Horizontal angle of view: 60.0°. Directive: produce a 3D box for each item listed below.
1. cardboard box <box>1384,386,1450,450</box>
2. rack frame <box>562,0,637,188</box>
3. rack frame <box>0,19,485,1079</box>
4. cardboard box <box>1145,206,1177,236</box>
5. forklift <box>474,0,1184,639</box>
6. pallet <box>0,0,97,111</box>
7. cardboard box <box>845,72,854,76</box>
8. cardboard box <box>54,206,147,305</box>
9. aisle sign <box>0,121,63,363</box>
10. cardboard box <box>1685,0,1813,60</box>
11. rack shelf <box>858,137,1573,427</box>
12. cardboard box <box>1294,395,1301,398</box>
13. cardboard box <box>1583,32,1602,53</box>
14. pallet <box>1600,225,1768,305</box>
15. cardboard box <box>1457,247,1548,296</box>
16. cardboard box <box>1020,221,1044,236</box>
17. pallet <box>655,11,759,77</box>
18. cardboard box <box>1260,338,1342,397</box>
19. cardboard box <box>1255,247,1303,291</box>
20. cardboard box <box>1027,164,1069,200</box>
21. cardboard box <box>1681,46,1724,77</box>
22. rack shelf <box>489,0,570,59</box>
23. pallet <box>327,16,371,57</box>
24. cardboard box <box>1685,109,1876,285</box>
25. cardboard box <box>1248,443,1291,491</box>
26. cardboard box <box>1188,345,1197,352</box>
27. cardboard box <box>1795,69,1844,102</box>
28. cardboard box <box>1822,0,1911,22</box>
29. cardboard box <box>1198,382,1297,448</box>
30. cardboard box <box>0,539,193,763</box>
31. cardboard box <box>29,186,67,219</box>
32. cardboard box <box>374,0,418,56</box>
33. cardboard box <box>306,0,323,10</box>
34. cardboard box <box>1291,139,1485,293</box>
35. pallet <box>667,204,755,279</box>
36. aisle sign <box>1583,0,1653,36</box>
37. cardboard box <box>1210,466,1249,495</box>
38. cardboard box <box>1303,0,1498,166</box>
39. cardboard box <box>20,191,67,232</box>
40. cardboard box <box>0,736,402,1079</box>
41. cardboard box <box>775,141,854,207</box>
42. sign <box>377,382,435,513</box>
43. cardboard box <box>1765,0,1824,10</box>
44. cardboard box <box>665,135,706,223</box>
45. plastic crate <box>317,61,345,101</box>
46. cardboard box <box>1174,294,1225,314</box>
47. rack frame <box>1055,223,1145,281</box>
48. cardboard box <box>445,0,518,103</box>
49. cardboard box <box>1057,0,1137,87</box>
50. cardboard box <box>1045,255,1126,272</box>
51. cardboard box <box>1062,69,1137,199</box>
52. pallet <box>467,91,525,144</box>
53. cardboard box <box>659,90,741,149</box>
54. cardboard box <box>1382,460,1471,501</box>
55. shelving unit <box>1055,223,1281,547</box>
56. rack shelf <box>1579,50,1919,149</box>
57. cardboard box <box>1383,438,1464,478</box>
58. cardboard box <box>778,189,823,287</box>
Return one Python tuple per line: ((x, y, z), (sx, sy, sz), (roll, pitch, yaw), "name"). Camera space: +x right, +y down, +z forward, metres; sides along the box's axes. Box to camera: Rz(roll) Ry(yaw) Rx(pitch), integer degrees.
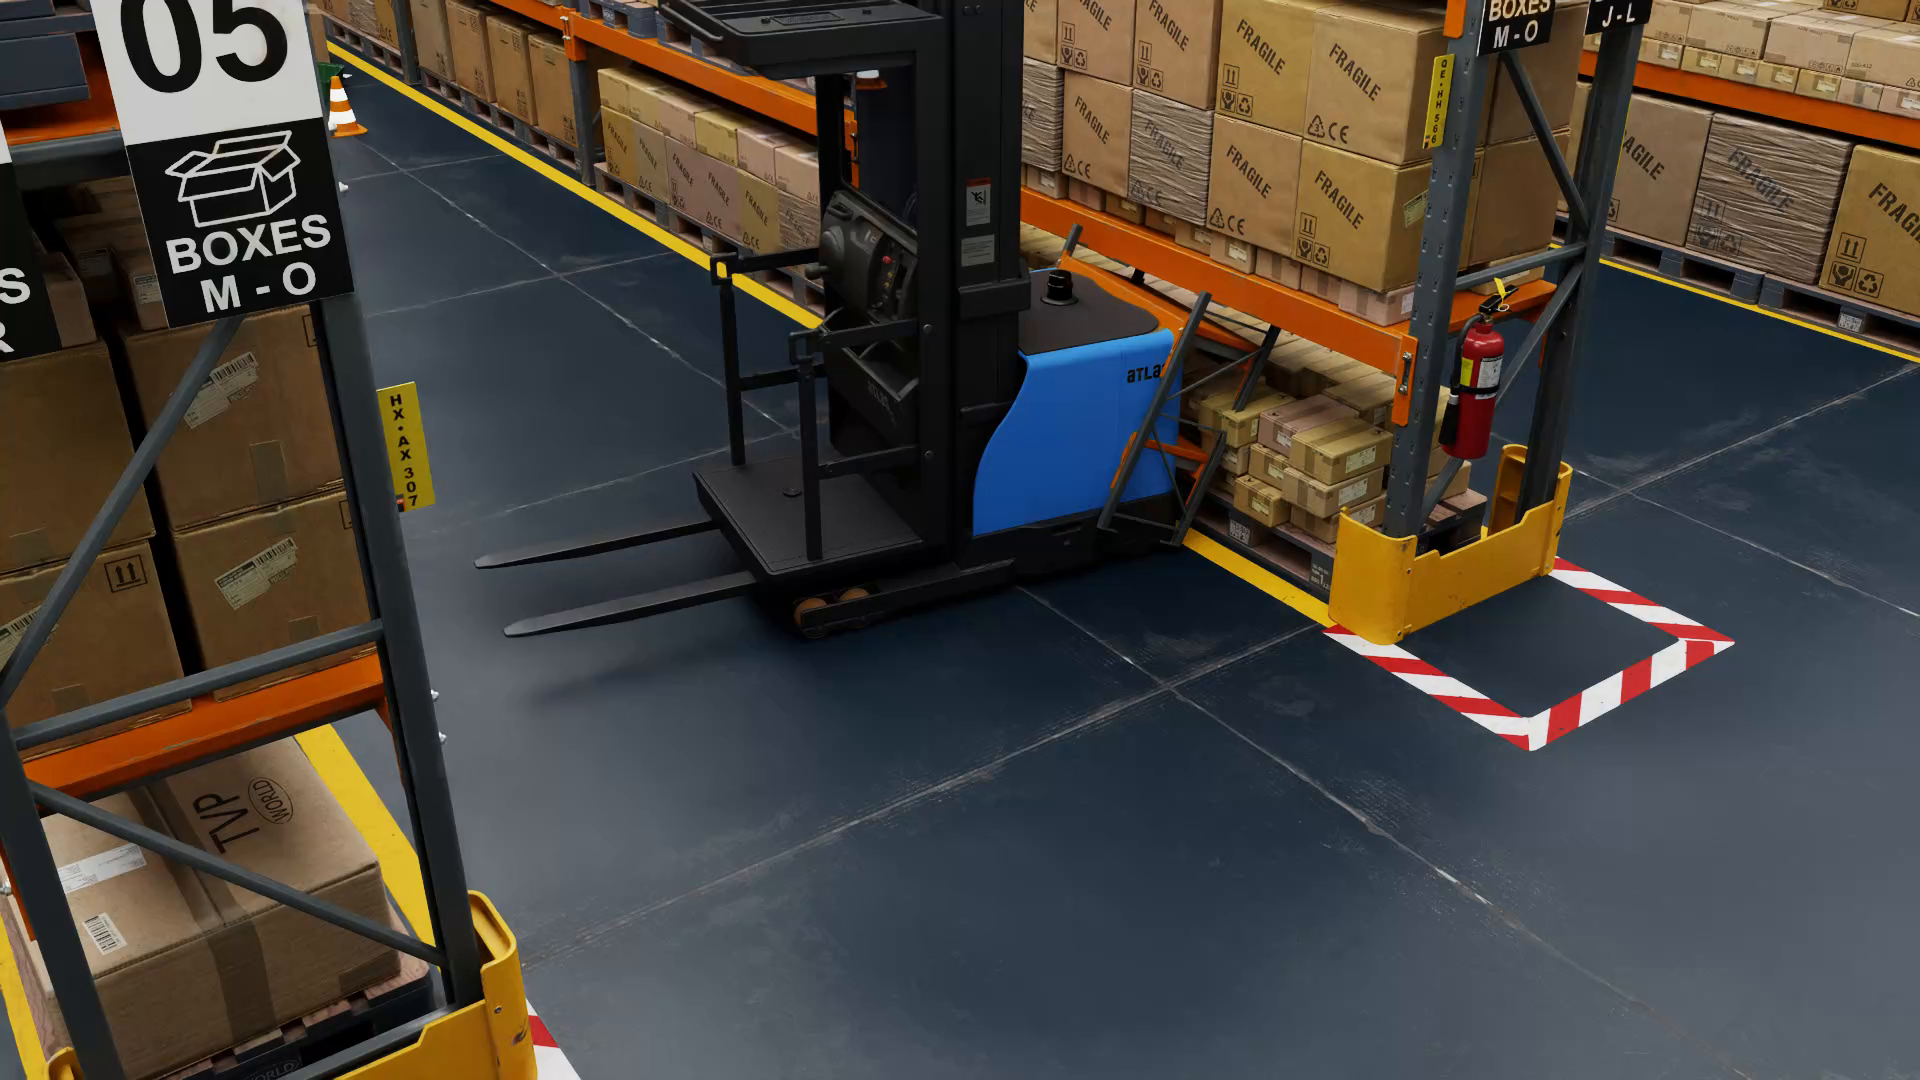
((2.148, -0.555, 7.553), (0.380, 0.149, 0.250), (-21, 35, -33), "cardboard box")
((-2.465, -4.174, 12.293), (1.000, 3.000, 0.127), (-19, 34, -31), "rack frame")
((-1.798, 0.345, 3.971), (1.000, 3.000, 0.127), (-19, 34, -31), "rack frame")
((1.080, -1.527, 7.683), (0.380, 0.149, 0.250), (-20, 35, -33), "cardboard box")
((-0.568, -1.161, 6.817), (3.031, 2.935, 1.130), (-13, 31, -22), "forklift")
((-2.237, -1.219, 3.802), (1.003, 0.211, 1.213), (-19, 34, -31), "pallet")
((-0.537, -2.793, 9.573), (0.380, 0.149, 0.250), (-20, 34, -32), "cardboard box")
((-1.989, -0.720, 4.100), (0.380, 0.149, 0.250), (-18, 33, -29), "cardboard box")
((-2.009, -0.683, 3.141), (0.394, 0.787, 0.004), (-19, 34, -31), "aisle sign")
((4.882, -3.174, 10.297), (0.500, 0.250, 0.500), (-19, 34, -31), "cardboard box")
((1.015, -1.526, 8.170), (1.077, 0.370, 4.000), (-19, 34, -31), "rack shelf")
((1.693, -0.724, 8.175), (0.380, 0.149, 0.250), (-18, 33, -29), "cardboard box")
((4.314, -3.329, 11.001), (0.380, 0.149, 0.250), (-20, 34, -32), "cardboard box")
((5.043, -1.936, 11.093), (1.003, 0.211, 1.213), (-19, 34, -31), "pallet")
((2.254, -1.170, 7.025), (0.380, 0.149, 0.250), (-19, 34, -31), "cardboard box")
((0.273, -1.746, 9.746), (0.380, 0.149, 0.250), (-18, 33, -29), "cardboard box")
((-1.284, -3.332, 10.943), (1.003, 0.211, 1.213), (-19, 34, -31), "pallet")
((1.637, -0.836, 8.070), (0.380, 0.149, 0.250), (-21, 35, -33), "cardboard box")
((1.484, -1.203, 7.085), (0.380, 0.149, 0.250), (-19, 34, -31), "cardboard box")
((0.556, -1.810, 8.202), (0.380, 0.149, 0.250), (-17, 33, -29), "cardboard box")
((4.760, -3.030, 10.449), (0.380, 0.149, 0.250), (-20, 34, -32), "cardboard box")
((-3.625, -4.636, 13.896), (1.077, 0.370, 4.000), (-19, 34, -31), "rack shelf")
((-5.875, -5.296, 17.280), (1.003, 0.211, 1.213), (-19, 34, -31), "pallet")
((5.310, -2.229, 10.498), (0.875, 0.875, 0.875), (-19, 34, -31), "cardboard box")
((1.529, -0.369, 7.522), (0.380, 0.149, 0.250), (-20, 34, -32), "cardboard box")
((0.947, -0.912, 8.211), (0.380, 0.149, 0.250), (-20, 34, -32), "cardboard box")
((5.206, -2.731, 9.900), (0.380, 0.149, 0.250), (-20, 34, -32), "cardboard box")
((5.620, -3.448, 10.015), (0.500, 0.500, 0.500), (-20, 34, -32), "cardboard box")
((1.309, -0.572, 7.584), (0.380, 0.149, 0.250), (-20, 34, -32), "cardboard box")
((-2.294, 0.187, 4.157), (0.500, 0.500, 0.500), (-19, 34, -30), "cardboard box")
((-2.409, -1.037, 4.685), (0.380, 0.149, 0.250), (-18, 34, -30), "cardboard box")
((-5.093, -5.244, 16.049), (0.875, 0.875, 0.875), (-18, 33, -30), "cardboard box")
((-6.658, -6.290, 17.975), (0.875, 0.875, 0.875), (-19, 34, -30), "cardboard box")
((1.705, -1.342, 6.662), (0.500, 0.500, 0.500), (-18, 33, -30), "cardboard box")
((-1.310, -2.171, 11.526), (1.003, 0.211, 1.213), (-19, 34, -31), "pallet")
((2.462, -2.261, 6.047), (0.394, 0.787, 0.004), (-19, 34, -31), "aisle sign")
((1.385, -0.341, 7.783), (0.380, 0.149, 0.250), (-19, 34, -31), "cardboard box")
((1.707, -1.787, 6.434), (0.500, 0.500, 0.500), (-20, 34, -32), "cardboard box")
((-2.455, -0.800, 4.928), (0.500, 0.500, 0.500), (-19, 34, -31), "cardboard box")
((-2.263, 1.058, 4.904), (0.875, 0.438, 0.875), (-20, 34, -32), "cardboard box")
((-0.783, -2.254, 10.151), (0.500, 0.250, 0.500), (-20, 34, -32), "cardboard box")
((-1.343, -0.221, 4.024), (0.100, 0.325, 0.005), (-19, 34, -31), "sign")
((5.313, -3.322, 10.569), (0.500, 0.250, 0.500), (-20, 34, -32), "cardboard box")
((-1.667, -2.522, 11.430), (0.500, 0.500, 0.500), (-20, 34, -32), "cardboard box")
((-5.953, -4.224, 15.270), (0.450, 0.188, 0.662), (6, 28, -10), "plastic crate")
((1.145, -1.132, 8.616), (0.380, 0.149, 0.250), (-19, 34, -31), "cardboard box")
((0.527, -0.947, 8.114), (0.500, 1.125, 0.032), (12, 19, -36), "rack frame")
((-3.796, -4.333, 14.502), (1.050, 0.750, 0.750), (-19, 34, -31), "cardboard box")
((0.795, -2.389, 7.541), (0.500, 0.500, 0.500), (-20, 34, -32), "cardboard box")
((0.691, -1.440, 9.183), (0.380, 0.149, 0.250), (-18, 33, -29), "cardboard box")
((0.828, -1.935, 7.754), (0.500, 0.500, 0.500), (-17, 33, -28), "cardboard box")
((-3.565, -3.750, 14.434), (1.003, 0.211, 1.213), (-19, 34, -31), "pallet")
((-1.692, -2.862, 11.270), (0.500, 0.250, 0.500), (-18, 34, -30), "cardboard box")
((2.132, -0.288, 7.685), (0.380, 0.149, 0.250), (-18, 33, -30), "cardboard box")
((0.771, -0.730, 7.724), (0.538, 1.125, 1.048), (12, 19, -36), "shelving unit")
((5.114, -2.859, 10.626), (1.077, 0.370, 4.000), (-19, 34, -31), "rack shelf")
((2.080, -0.401, 7.582), (0.380, 0.149, 0.250), (-17, 33, -29), "cardboard box")
((-0.780, -1.923, 10.327), (0.500, 0.500, 0.500), (-19, 34, -32), "cardboard box")
